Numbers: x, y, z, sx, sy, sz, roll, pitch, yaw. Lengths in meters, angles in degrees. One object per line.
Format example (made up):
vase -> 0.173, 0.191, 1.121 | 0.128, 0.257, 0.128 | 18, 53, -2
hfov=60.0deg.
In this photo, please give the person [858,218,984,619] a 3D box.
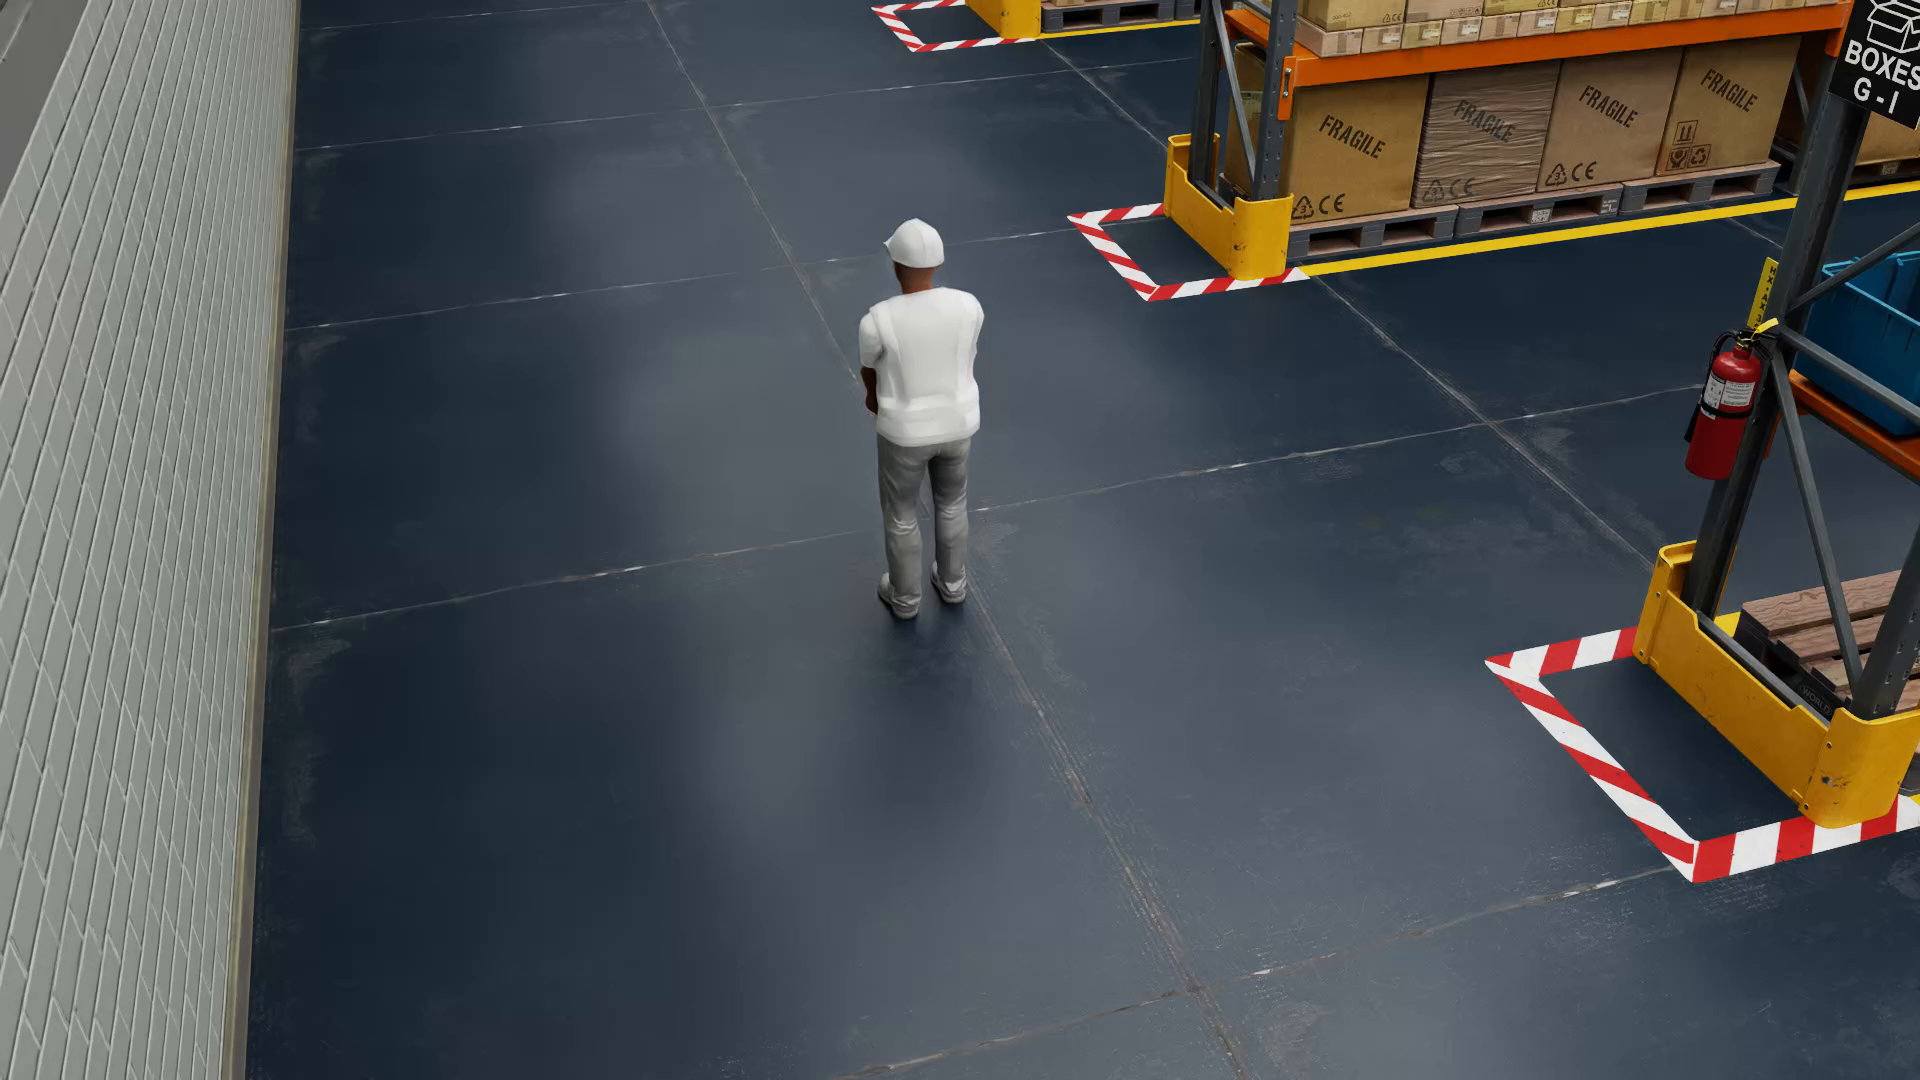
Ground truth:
person -> -0.183, -0.517, 6.898 | 0.505, 1.761, 0.576 | -11, 35, -15
